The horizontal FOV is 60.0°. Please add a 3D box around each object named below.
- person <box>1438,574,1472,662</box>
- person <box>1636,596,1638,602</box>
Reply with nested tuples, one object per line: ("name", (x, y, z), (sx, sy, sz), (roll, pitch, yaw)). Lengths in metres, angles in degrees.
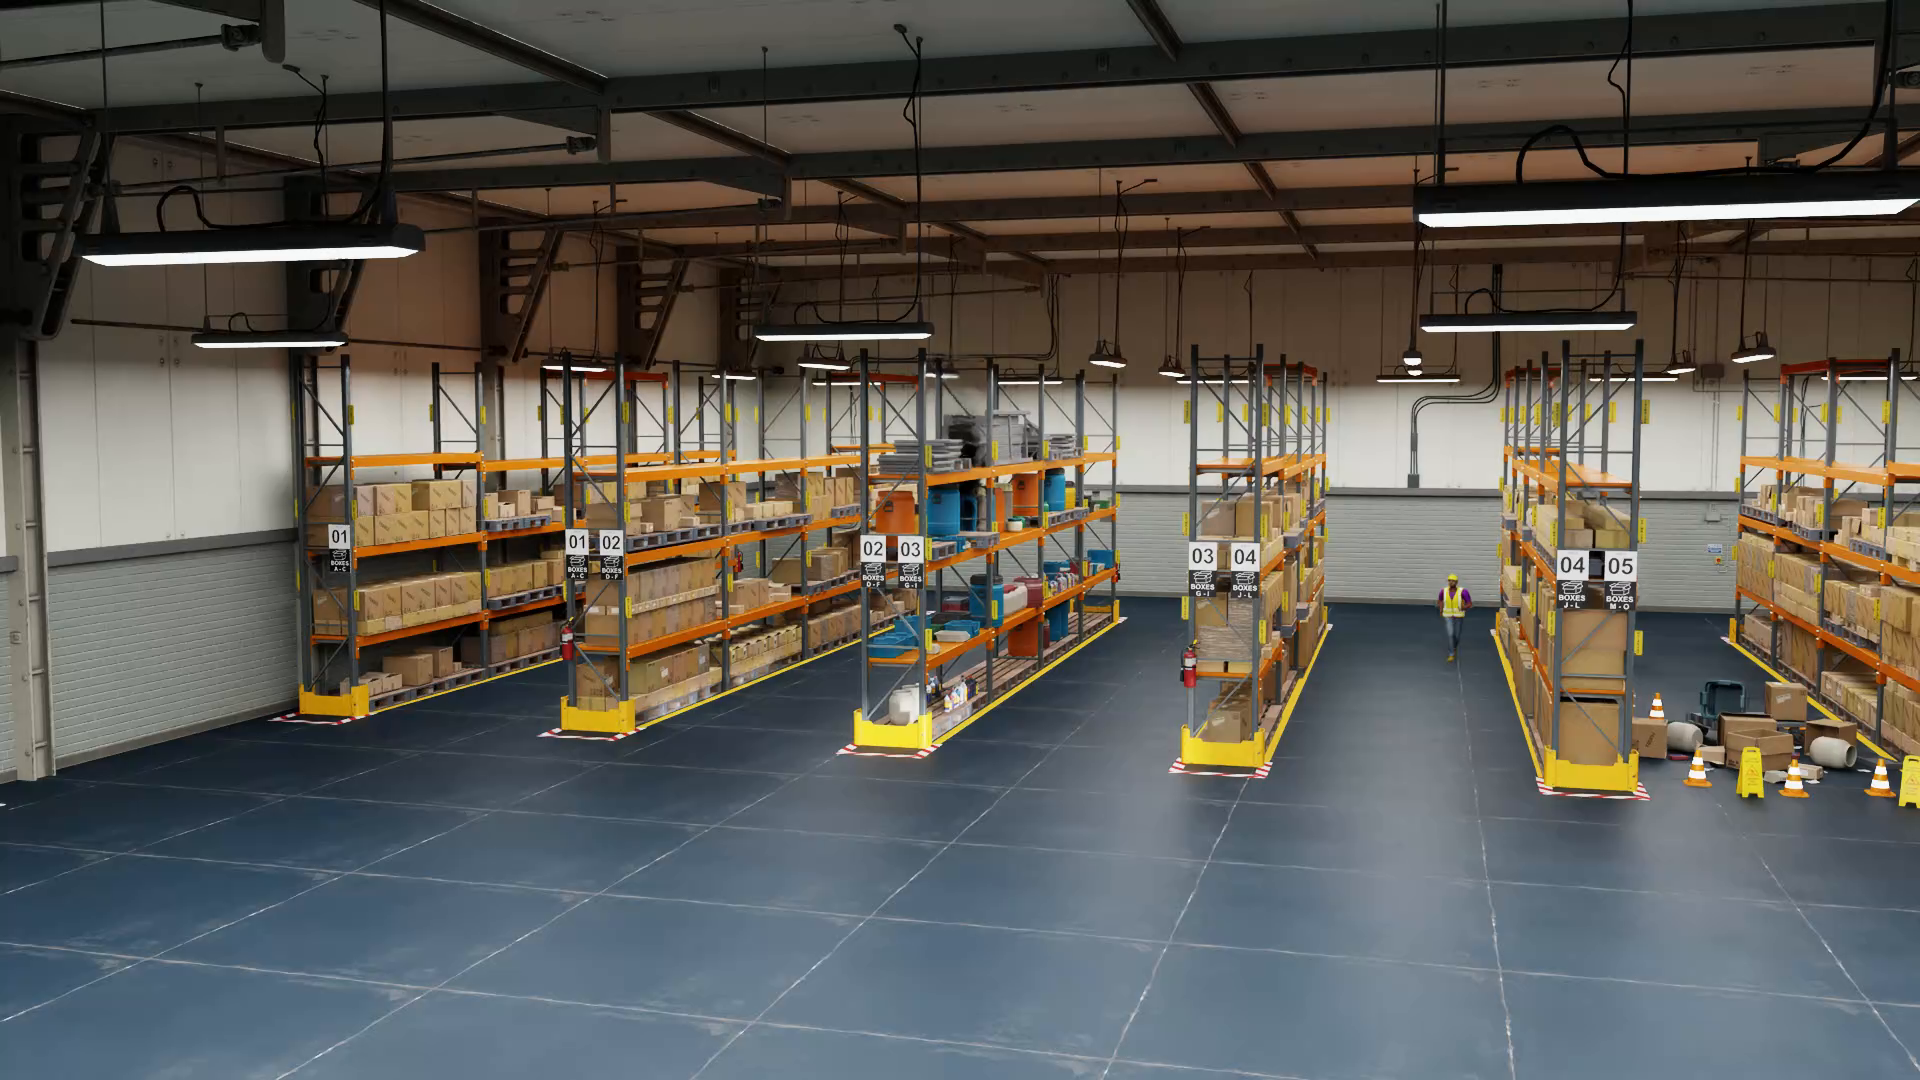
("person", (10.106, 1.582, 34.004), (0.689, 1.767, 0.852), (2, 5, 21))
("person", (13.906, 1.502, 35.050), (0.651, 1.747, 0.692), (1, 4, 9))
